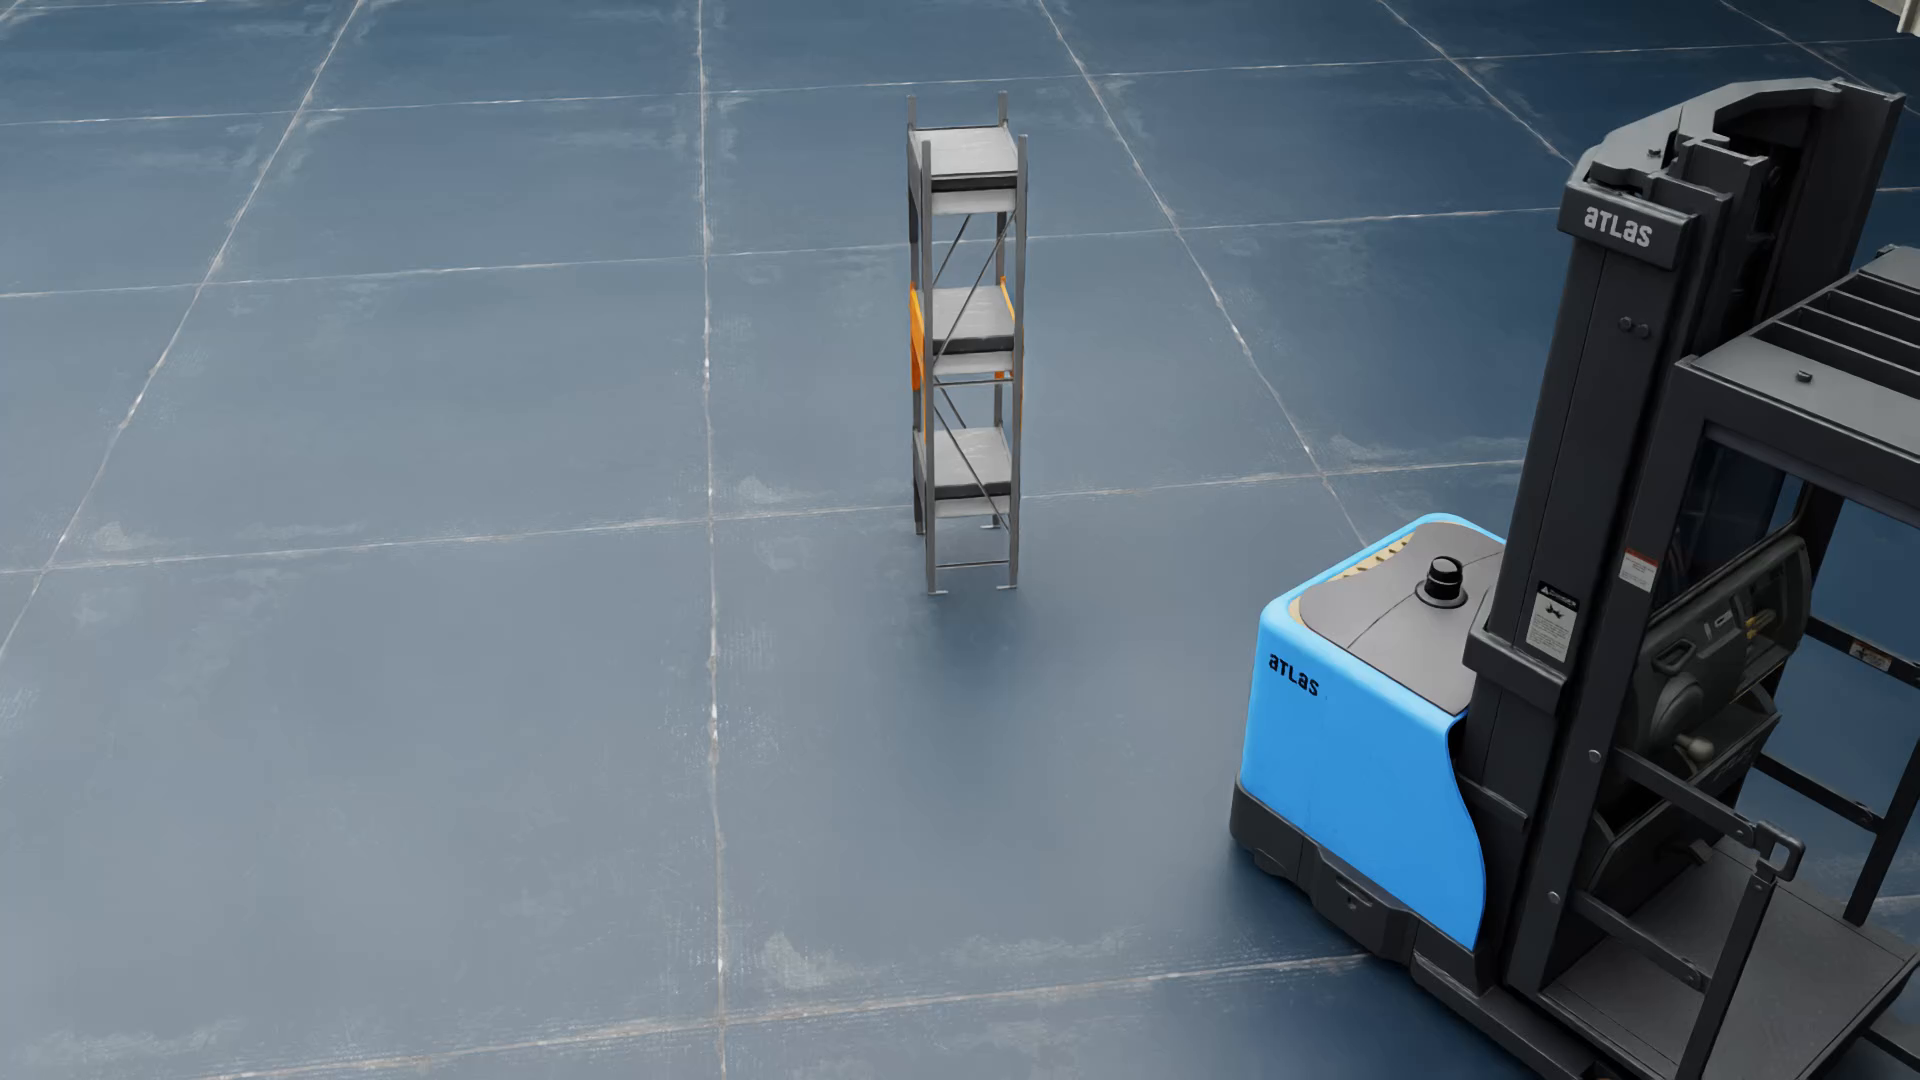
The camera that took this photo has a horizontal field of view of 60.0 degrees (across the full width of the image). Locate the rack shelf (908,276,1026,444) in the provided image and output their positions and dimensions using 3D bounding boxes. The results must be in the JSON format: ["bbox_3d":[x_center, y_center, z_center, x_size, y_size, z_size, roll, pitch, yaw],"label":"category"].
[{"bbox_3d":[0.022,-0.764,7.031,0.431,0.518,0.480,-4,35,-6],"label":"rack shelf"}]

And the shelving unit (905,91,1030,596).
[{"bbox_3d":[0.022,-0.775,7.023,0.431,2.100,0.503,-4,35,-6],"label":"shelving unit"}]

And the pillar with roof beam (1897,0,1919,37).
[{"bbox_3d":[3.838,-7.606,10.920,9.100,9.000,0.400,-4,35,-6],"label":"pillar with roof beam"}]

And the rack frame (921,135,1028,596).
[{"bbox_3d":[0.055,-0.639,6.823,0.400,2.100,0.015,-4,35,-6],"label":"rack frame"}]

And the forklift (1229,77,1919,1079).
[{"bbox_3d":[2.308,0.367,4.609,1.130,2.935,3.031,-25,41,-32],"label":"forklift"}]

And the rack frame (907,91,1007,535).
[{"bbox_3d":[-0.011,-0.911,7.223,0.400,2.100,0.015,-4,35,-6],"label":"rack frame"}]

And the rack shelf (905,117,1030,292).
[{"bbox_3d":[0.022,-1.342,6.637,0.431,0.518,0.480,-4,35,-6],"label":"rack shelf"}]

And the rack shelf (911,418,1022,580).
[{"bbox_3d":[0.022,-0.186,7.425,0.431,0.518,0.480,-4,35,-6],"label":"rack shelf"}]
